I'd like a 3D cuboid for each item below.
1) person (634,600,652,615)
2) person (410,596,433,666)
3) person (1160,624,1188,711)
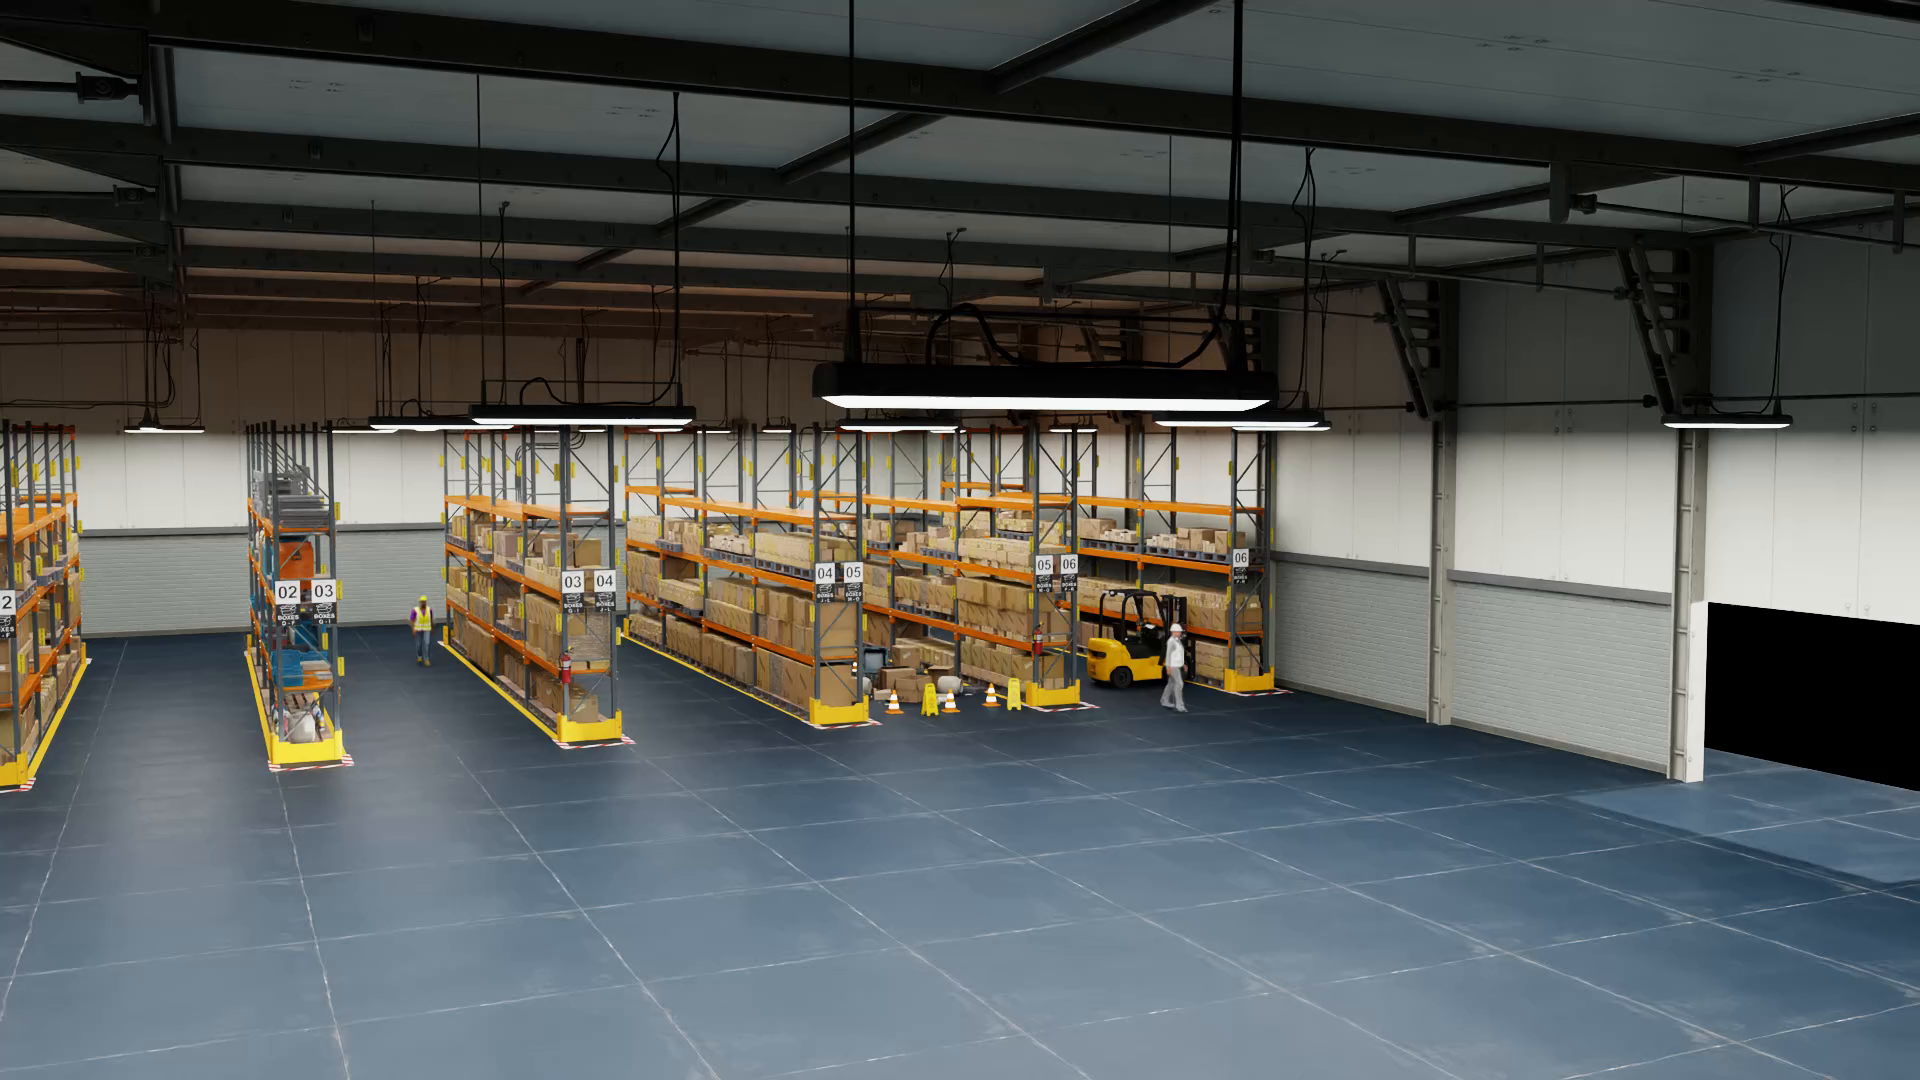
[{"bbox_3d":[-9.292,1.818,48.958,0.999,1.701,0.566,-2,4,-31],"label":"person"},{"bbox_3d":[-13.455,2.251,41.518,0.531,1.704,1.071,-1,4,-16],"label":"person"},{"bbox_3d":[4.521,2.682,34.907,0.645,1.824,0.558,1,4,18],"label":"person"}]
